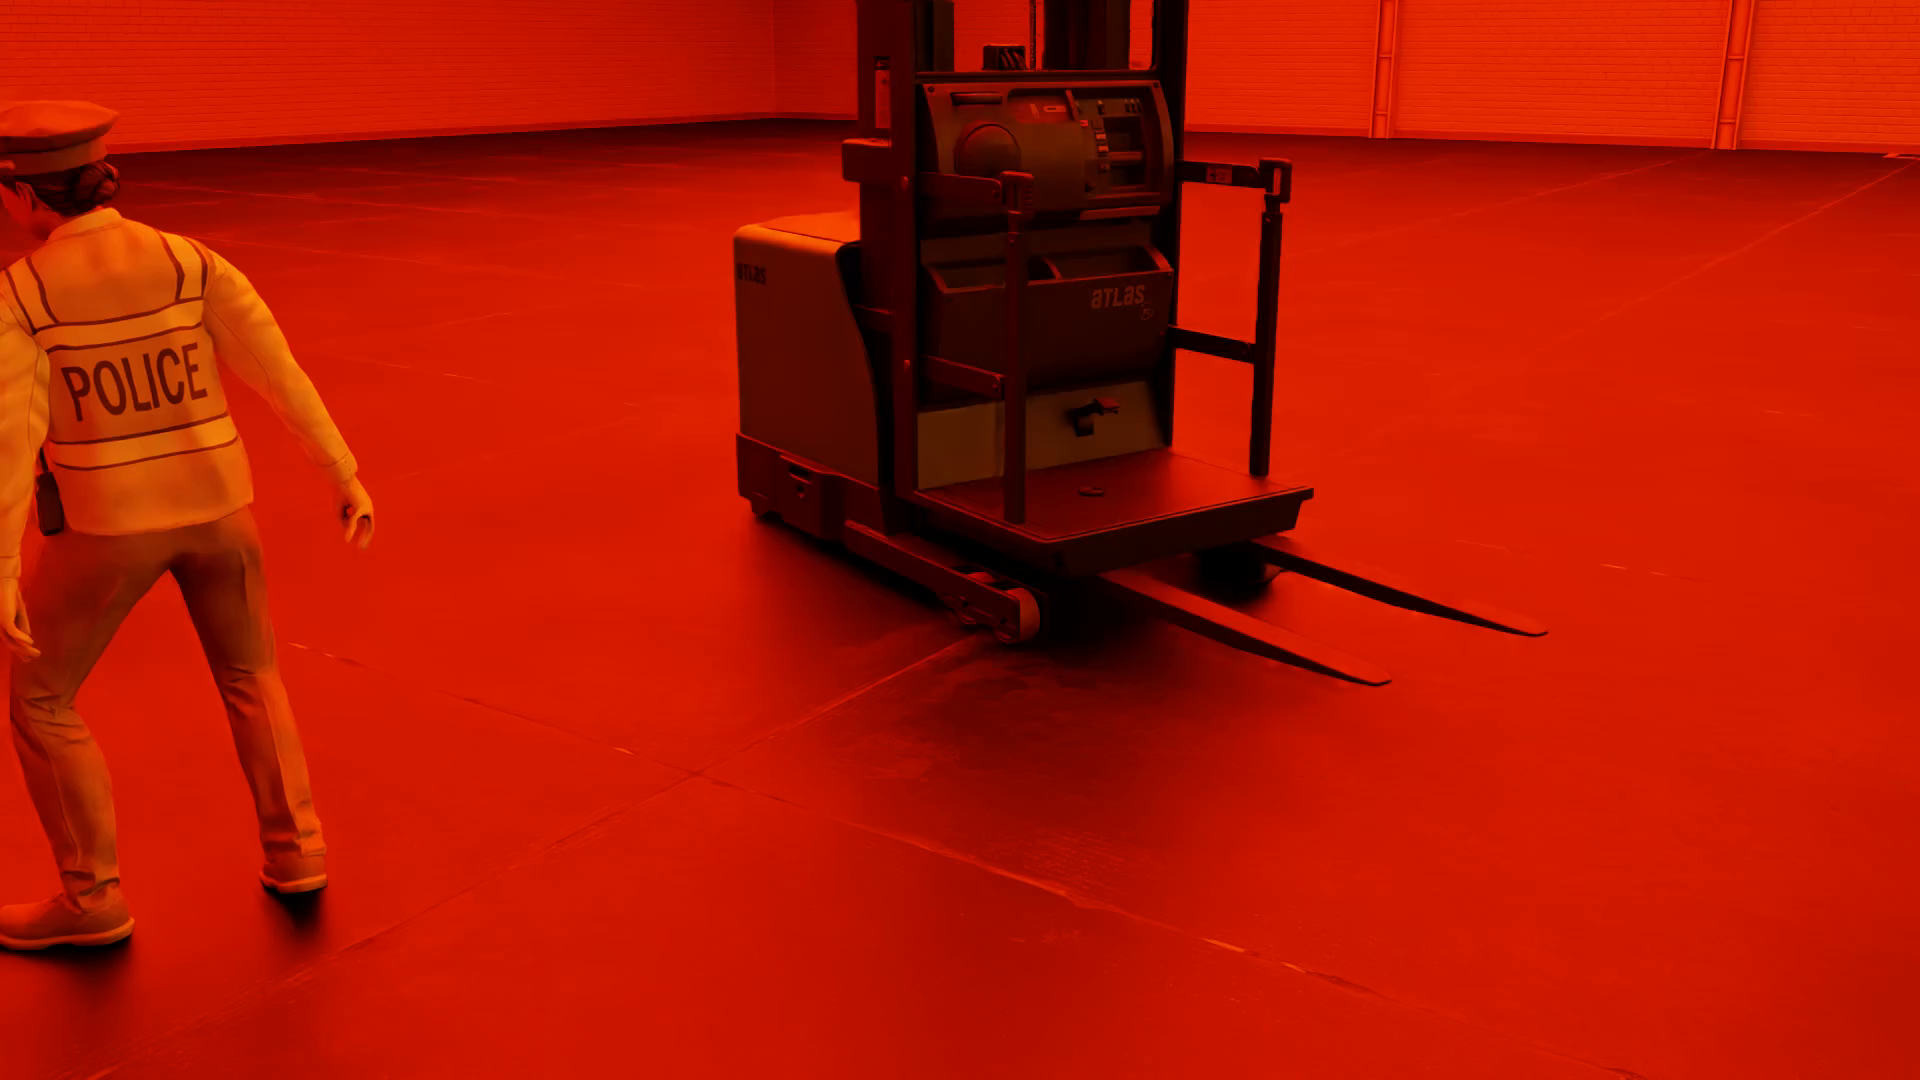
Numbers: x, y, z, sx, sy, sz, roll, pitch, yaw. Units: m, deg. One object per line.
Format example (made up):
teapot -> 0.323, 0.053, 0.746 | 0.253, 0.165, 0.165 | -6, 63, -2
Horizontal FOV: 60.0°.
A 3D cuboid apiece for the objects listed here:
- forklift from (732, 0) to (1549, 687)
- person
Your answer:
forklift -> 0.412, -1.253, 5.022 | 1.130, 2.935, 3.031 | -11, 20, -33
person -> -1.542, -0.023, 3.223 | 0.793, 1.607, 0.421 | -13, 21, -36
